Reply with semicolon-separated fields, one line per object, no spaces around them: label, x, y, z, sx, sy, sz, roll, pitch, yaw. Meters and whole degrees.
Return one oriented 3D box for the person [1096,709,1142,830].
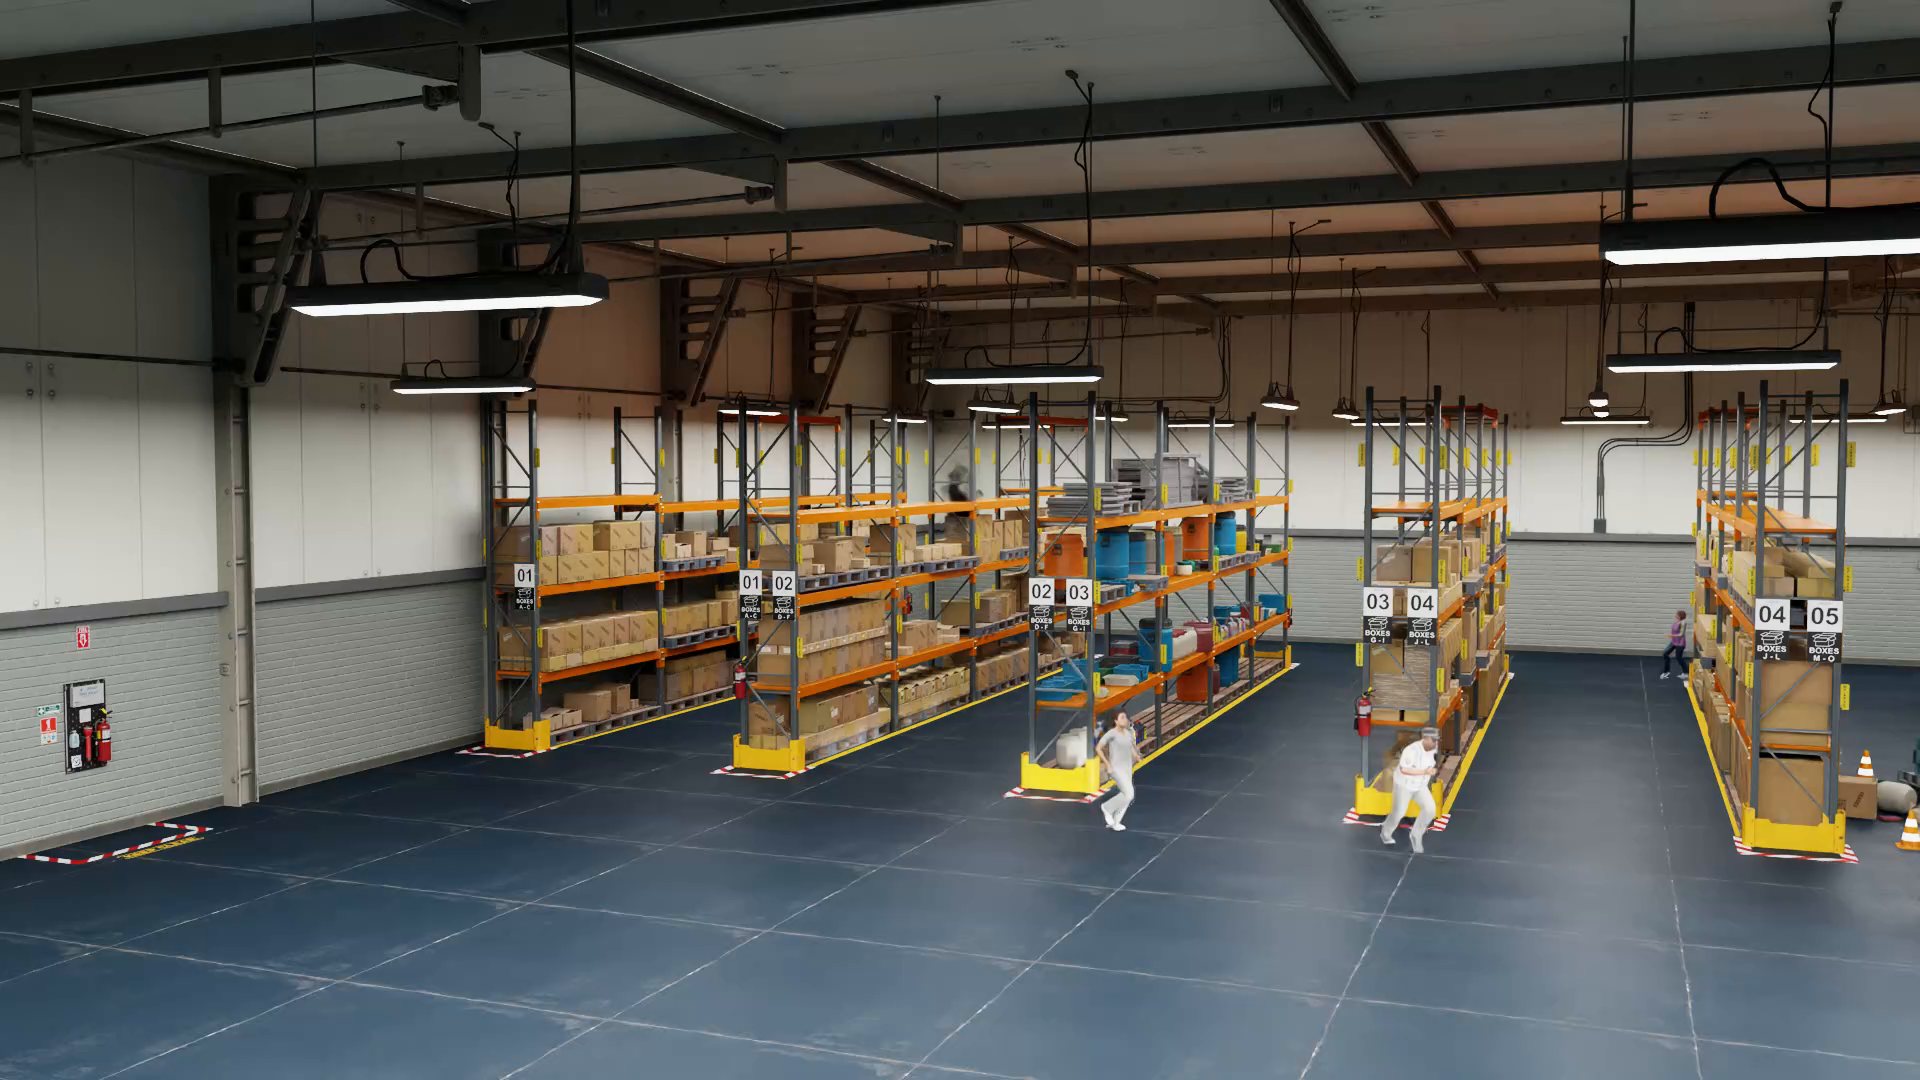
person;2.178;3.083;22.245;0.565;1.624;0.549;-3;4;-45

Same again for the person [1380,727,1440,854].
person;5.762;3.167;21.151;0.698;1.679;1.010;-2;3;-29

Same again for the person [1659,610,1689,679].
person;16.153;2.360;37.384;0.693;1.585;0.521;0;3;-4
